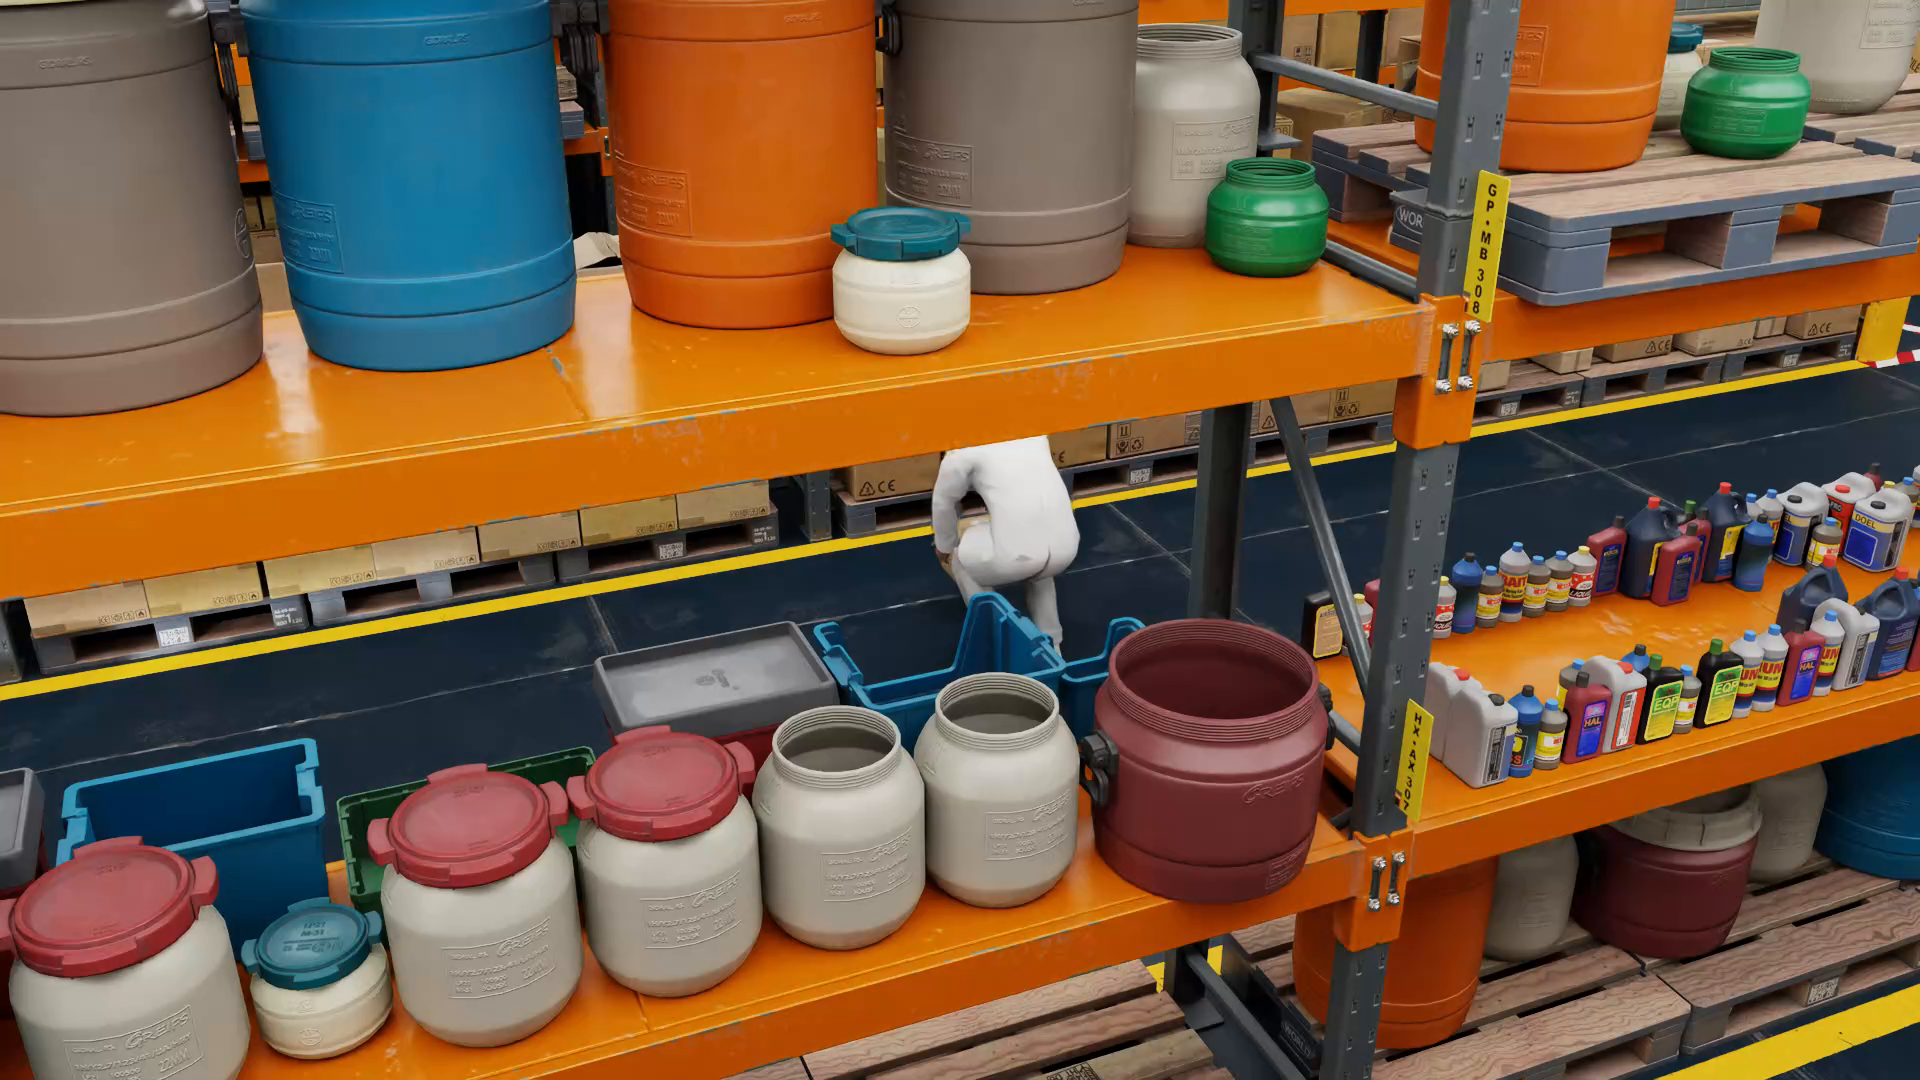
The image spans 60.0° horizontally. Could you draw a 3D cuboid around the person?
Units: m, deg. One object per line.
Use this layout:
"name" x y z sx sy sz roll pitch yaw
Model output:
"person" 0.218 -0.036 7.819 0.631 1.249 0.796 -10 27 -21
